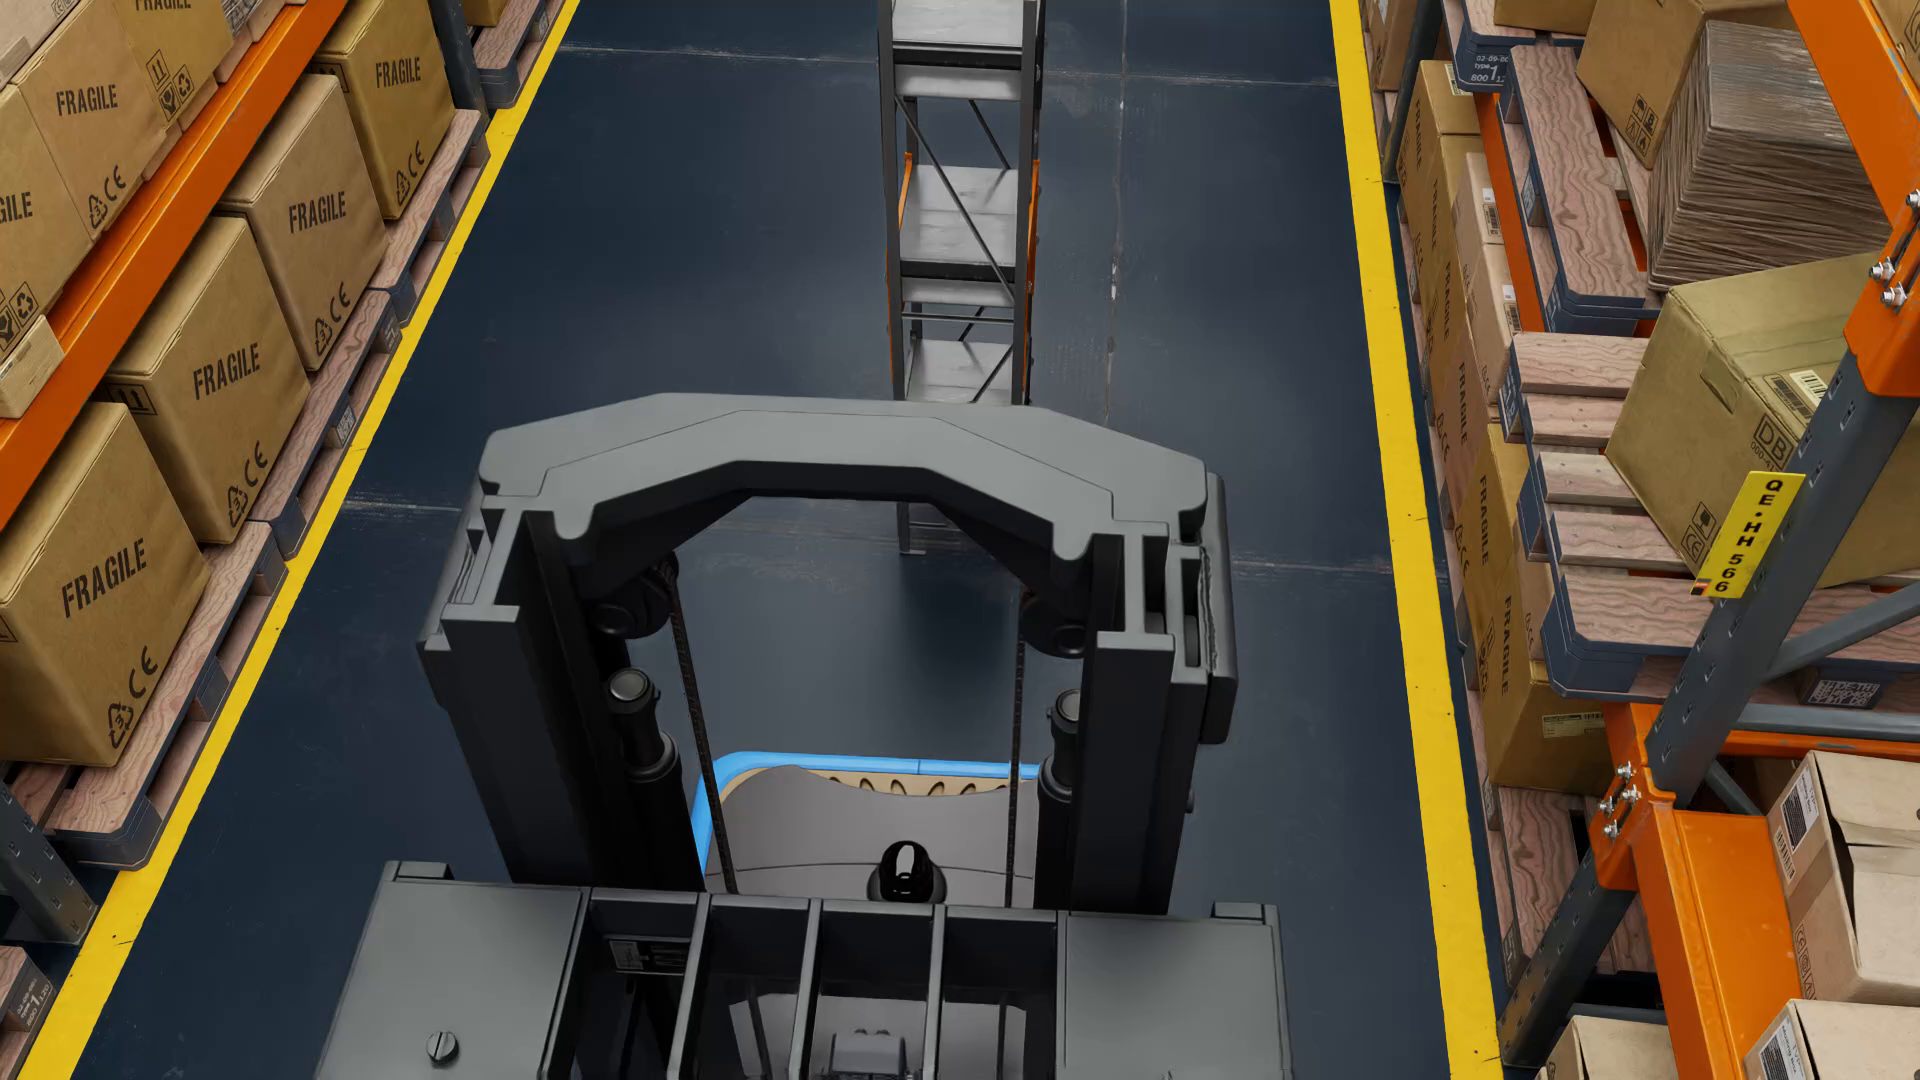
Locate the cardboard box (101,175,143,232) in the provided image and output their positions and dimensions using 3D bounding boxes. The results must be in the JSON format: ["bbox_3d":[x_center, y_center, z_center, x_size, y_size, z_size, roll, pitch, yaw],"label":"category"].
[{"bbox_3d":[-2.627,-1.037,4.823,0.380,0.149,0.250,5,48,4],"label":"cardboard box"}]

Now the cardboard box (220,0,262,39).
[{"bbox_3d":[-2.494,-1.922,5.192,0.500,0.500,0.500,4,48,4],"label":"cardboard box"}]

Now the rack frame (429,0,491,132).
[{"bbox_3d":[-2.612,-2.881,6.352,1.000,3.000,0.127,4,48,4],"label":"rack frame"}]

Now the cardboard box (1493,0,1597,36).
[{"bbox_3d":[2.056,-1.883,5.087,0.700,0.500,0.500,11,48,10],"label":"cardboard box"}]

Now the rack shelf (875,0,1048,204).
[{"bbox_3d":[0.015,-1.294,4.580,0.431,0.518,0.480,4,48,4],"label":"rack shelf"}]

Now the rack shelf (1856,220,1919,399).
[{"bbox_3d":[1.774,1.089,1.176,1.077,0.370,4.000,4,48,4],"label":"rack shelf"}]

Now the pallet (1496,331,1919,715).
[{"bbox_3d":[1.949,-0.049,3.892,1.213,0.211,1.003,4,48,4],"label":"pallet"}]

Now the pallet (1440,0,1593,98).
[{"bbox_3d":[2.140,-1.906,5.590,1.003,0.211,1.213,4,48,4],"label":"pallet"}]

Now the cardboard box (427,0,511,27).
[{"bbox_3d":[-2.442,-2.722,7.616,0.700,0.500,0.500,4,48,4],"label":"cardboard box"}]

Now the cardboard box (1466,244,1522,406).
[{"bbox_3d":[1.898,-0.666,5.214,0.500,0.250,0.500,3,48,3],"label":"cardboard box"}]

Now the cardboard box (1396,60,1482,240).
[{"bbox_3d":[2.035,-1.516,6.500,0.500,0.500,0.500,2,48,2],"label":"cardboard box"}]

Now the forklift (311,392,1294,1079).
[{"bbox_3d":[-0.177,1.329,2.548,1.130,2.935,3.031,2,48,2],"label":"forklift"}]

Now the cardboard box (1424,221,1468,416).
[{"bbox_3d":[1.944,-0.757,5.805,0.500,0.500,0.500,4,48,4],"label":"cardboard box"}]

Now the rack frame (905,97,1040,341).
[{"bbox_3d":[0.037,-1.010,5.250,0.400,2.100,0.015,4,48,4],"label":"rack frame"}]

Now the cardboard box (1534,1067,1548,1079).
[{"bbox_3d":[1.617,1.540,3.887,0.500,0.250,0.500,4,48,3],"label":"cardboard box"}]

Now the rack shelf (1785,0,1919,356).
[{"bbox_3d":[2.139,-1.850,3.864,1.077,0.370,4.000,4,48,4],"label":"rack shelf"}]

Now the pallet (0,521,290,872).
[{"bbox_3d":[-2.830,0.425,5.218,1.003,0.211,1.213,4,48,4],"label":"pallet"}]

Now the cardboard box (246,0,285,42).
[{"bbox_3d":[-2.483,-1.788,5.509,0.380,0.149,0.250,4,48,4],"label":"cardboard box"}]

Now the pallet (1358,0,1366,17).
[{"bbox_3d":[2.493,-3.013,8.363,1.003,0.211,1.213,4,48,4],"label":"pallet"}]

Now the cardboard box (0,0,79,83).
[{"bbox_3d":[-2.589,-1.415,4.220,0.500,0.250,0.500,4,48,4],"label":"cardboard box"}]

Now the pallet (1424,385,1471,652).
[{"bbox_3d":[2.176,-0.110,5.708,1.003,0.211,1.213,4,48,4],"label":"pallet"}]

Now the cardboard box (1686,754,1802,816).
[{"bbox_3d":[2.283,0.769,4.410,0.500,0.500,0.500,6,48,5],"label":"cardboard box"}]

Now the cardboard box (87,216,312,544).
[{"bbox_3d":[-2.693,-0.533,5.377,0.750,0.750,0.750,4,48,3],"label":"cardboard box"}]

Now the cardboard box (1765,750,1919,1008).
[{"bbox_3d":[1.880,0.683,3.153,0.500,0.311,0.500,7,48,6],"label":"cardboard box"}]

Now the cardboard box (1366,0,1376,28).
[{"bbox_3d":[2.065,-2.454,7.596,0.380,0.149,0.250,4,48,4],"label":"cardboard box"}]

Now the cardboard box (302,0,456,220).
[{"bbox_3d":[-2.542,-1.811,6.546,0.750,0.750,0.750,4,48,4],"label":"cardboard box"}]

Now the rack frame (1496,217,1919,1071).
[{"bbox_3d":[1.957,0.389,3.362,1.000,3.000,0.127,4,48,4],"label":"rack frame"}]

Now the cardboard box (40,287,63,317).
[{"bbox_3d":[-2.676,-0.657,4.475,0.380,0.149,0.250,3,48,3],"label":"cardboard box"}]

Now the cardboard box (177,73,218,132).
[{"bbox_3d":[-2.556,-1.410,5.164,0.380,0.149,0.250,5,48,5],"label":"cardboard box"}]

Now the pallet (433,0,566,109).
[{"bbox_3d":[-2.465,-2.493,7.887,1.003,0.211,1.213,4,48,4],"label":"pallet"}]

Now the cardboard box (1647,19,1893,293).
[{"bbox_3d":[2.175,-0.916,4.203,0.700,0.500,0.500,12,49,11],"label":"cardboard box"}]

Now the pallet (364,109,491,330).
[{"bbox_3d":[-2.607,-1.368,6.858,1.003,0.211,1.213,4,48,4],"label":"pallet"}]

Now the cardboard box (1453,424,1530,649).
[{"bbox_3d":[1.856,0.001,5.112,0.500,0.500,0.500,2,48,2],"label":"cardboard box"}]

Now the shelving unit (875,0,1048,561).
[{"bbox_3d":[0.015,-0.830,5.086,0.431,2.100,0.503,4,48,4],"label":"shelving unit"}]

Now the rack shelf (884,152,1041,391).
[{"bbox_3d":[0.015,-0.821,5.097,0.431,0.518,0.480,4,48,4],"label":"rack shelf"}]

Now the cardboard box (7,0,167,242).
[{"bbox_3d":[-2.574,-1.171,4.505,0.500,0.500,0.500,4,48,3],"label":"cardboard box"}]
